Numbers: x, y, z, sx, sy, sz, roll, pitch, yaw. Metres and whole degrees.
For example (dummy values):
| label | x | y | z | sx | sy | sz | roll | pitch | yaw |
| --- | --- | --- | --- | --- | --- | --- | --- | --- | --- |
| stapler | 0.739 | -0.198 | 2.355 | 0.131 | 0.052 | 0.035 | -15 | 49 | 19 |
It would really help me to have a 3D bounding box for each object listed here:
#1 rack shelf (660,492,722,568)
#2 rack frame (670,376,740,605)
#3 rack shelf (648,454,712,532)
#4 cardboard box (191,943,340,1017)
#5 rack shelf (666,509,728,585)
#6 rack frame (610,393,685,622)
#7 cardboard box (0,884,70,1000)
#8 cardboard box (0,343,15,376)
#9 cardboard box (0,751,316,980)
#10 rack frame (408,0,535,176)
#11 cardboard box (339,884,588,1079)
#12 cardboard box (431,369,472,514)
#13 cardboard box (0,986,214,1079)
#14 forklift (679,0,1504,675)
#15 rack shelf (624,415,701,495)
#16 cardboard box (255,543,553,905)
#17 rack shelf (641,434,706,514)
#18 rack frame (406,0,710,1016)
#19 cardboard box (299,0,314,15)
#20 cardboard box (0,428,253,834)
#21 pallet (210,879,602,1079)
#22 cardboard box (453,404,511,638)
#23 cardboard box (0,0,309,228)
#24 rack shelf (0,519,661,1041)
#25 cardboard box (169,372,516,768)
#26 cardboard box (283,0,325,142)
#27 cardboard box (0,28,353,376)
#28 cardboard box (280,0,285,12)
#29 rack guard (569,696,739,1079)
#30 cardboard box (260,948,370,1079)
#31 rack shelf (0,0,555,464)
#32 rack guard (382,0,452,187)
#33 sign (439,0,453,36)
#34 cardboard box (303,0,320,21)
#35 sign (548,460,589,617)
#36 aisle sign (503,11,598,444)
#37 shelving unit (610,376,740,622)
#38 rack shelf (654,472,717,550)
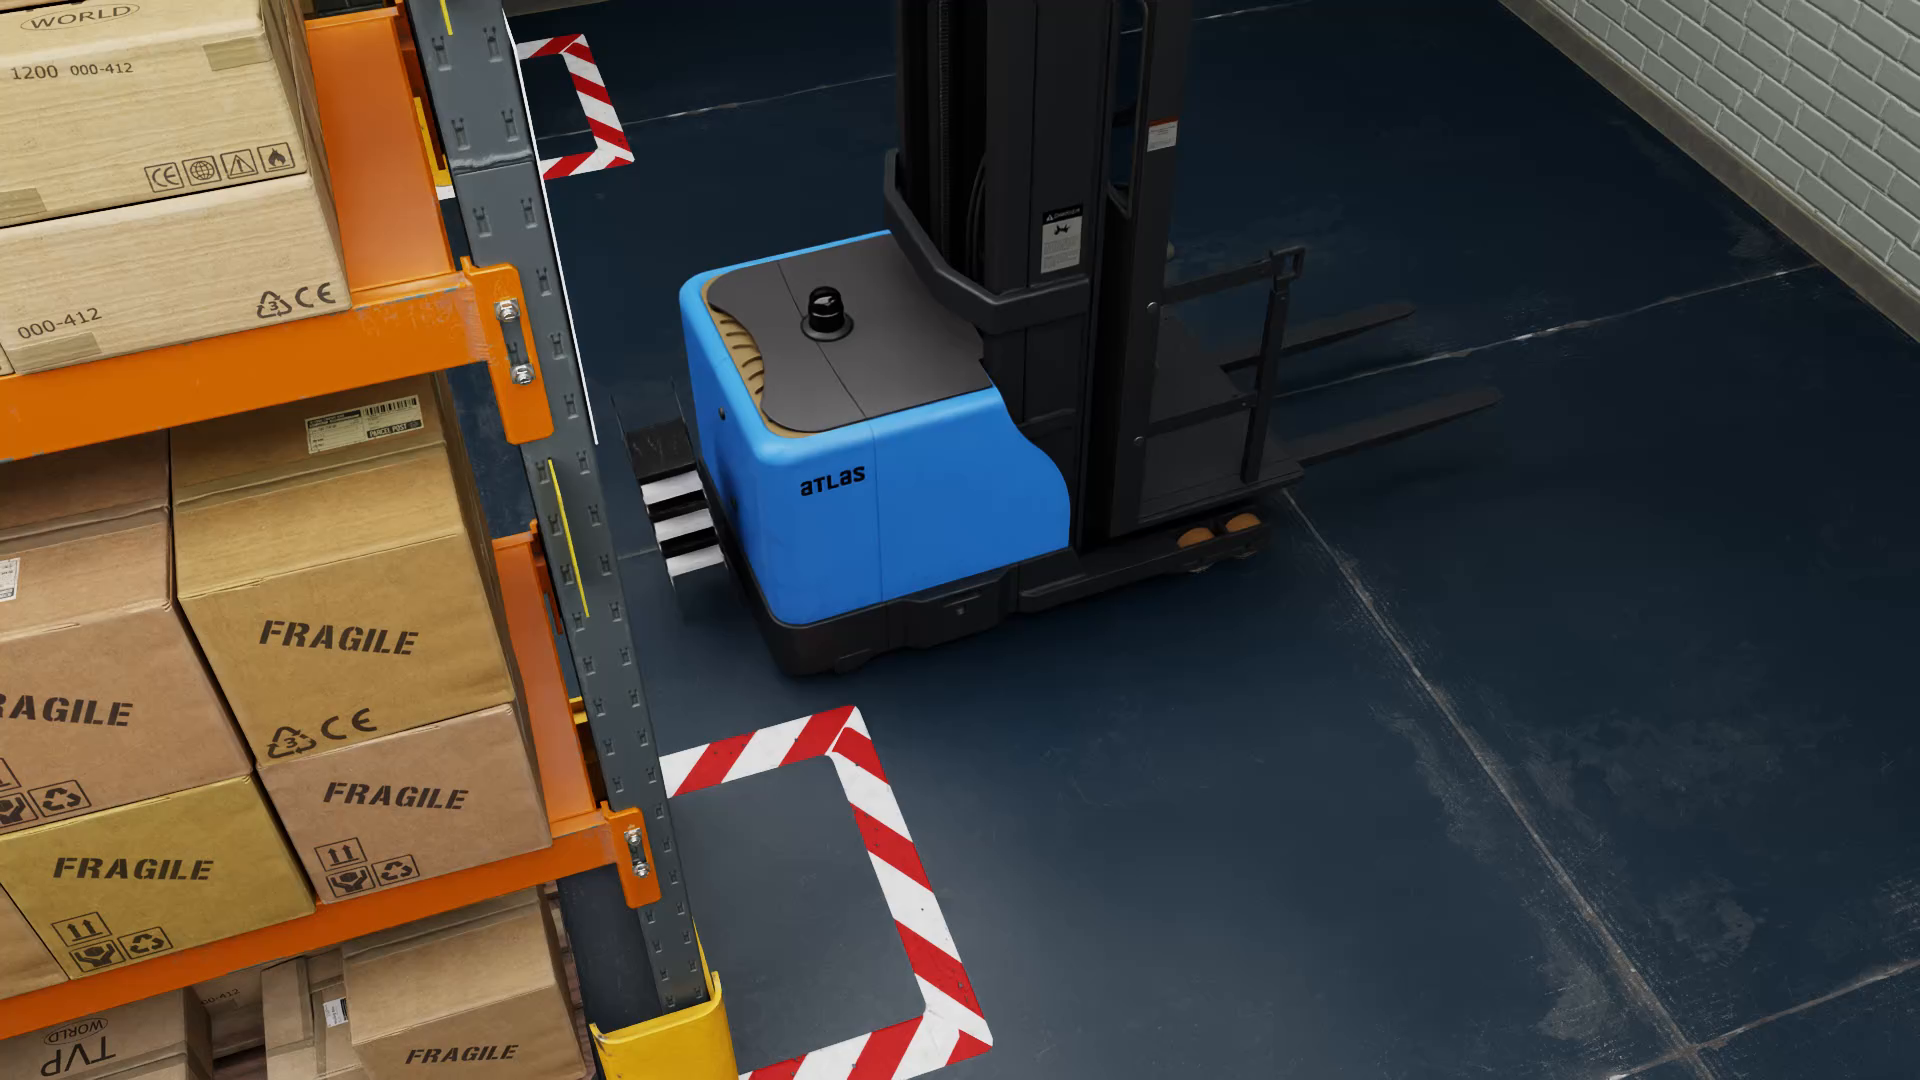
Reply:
| label | x | y | z | sx | sy | sz | roll | pitch | yaw |
| --- | --- | --- | --- | --- | --- | --- | --- | --- | --- |
| rack shelf | -0.961 | -0.040 | 5.816 | 0.200 | 0.077 | 0.258 | -17 | 47 | -8 |
| rack frame | -0.876 | -0.153 | 5.741 | 0.006 | 0.900 | 0.240 | -17 | 47 | -8 |
| rack shelf | -0.978 | -0.163 | 5.685 | 0.200 | 0.077 | 0.258 | -17 | 47 | -8 |
| cardboard box | -1.974 | 1.024 | 4.742 | 0.500 | 0.250 | 0.500 | -14 | 47 | -14 |
| rack shelf | -0.952 | 0.021 | 5.881 | 0.200 | 0.077 | 0.258 | -17 | 47 | -8 |
| rack frame | -1.069 | -0.095 | 5.712 | 0.006 | 0.900 | 0.240 | -17 | 47 | -8 |
| cardboard box | -2.183 | 0.644 | 3.420 | 0.500 | 0.500 | 0.500 | -14 | 47 | -14 |
| cardboard box | -1.764 | -0.447 | 2.566 | 0.500 | 0.250 | 0.500 | -14 | 47 | -14 |
| cardboard box | -1.712 | 0.527 | 3.536 | 0.500 | 0.500 | 0.500 | -14 | 47 | -14 |
| rack frame | -0.896 | -1.971 | 1.861 | 0.127 | 3.000 | 1.000 | -14 | 47 | -14 |
| cardboard box | -1.324 | 1.169 | 4.422 | 0.500 | 0.500 | 0.500 | -14 | 47 | -14 |
| cardboard box | -1.403 | -0.311 | 3.665 | 0.500 | 0.500 | 0.500 | -13 | 47 | -13 |
| cardboard box | -2.227 | 1.465 | 4.302 | 0.500 | 0.250 | 0.500 | -14 | 47 | -14 |
| forklift | 0.602 | -1.249 | 5.425 | 3.031 | 2.935 | 1.130 | -16 | 47 | -16 |
| rack shelf | -0.996 | -0.285 | 5.554 | 0.200 | 0.077 | 0.258 | -17 | 47 | -8 |
| cardboard box | -1.225 | 0.400 | 3.663 | 0.500 | 0.500 | 0.500 | -13 | 47 | -13 |
| rack shelf | -0.987 | -0.224 | 5.620 | 0.200 | 0.077 | 0.258 | -17 | 47 | -8 |
| rack frame | -0.896 | 0.147 | 3.986 | 0.127 | 3.000 | 1.000 | -14 | 47 | -14 |
| cardboard box | -3.156 | -2.576 | 7.710 | 0.250 | 0.149 | 0.380 | -14 | 47 | -14 |
| cardboard box | -1.696 | 0.171 | 3.186 | 0.500 | 0.500 | 0.500 | -13 | 47 | -13 |
| pallet | -1.717 | 1.342 | 4.764 | 1.213 | 0.211 | 1.003 | -14 | 47 | -14 |
| cardboard box | -1.403 | 0.042 | 4.019 | 0.500 | 0.500 | 0.500 | -13 | 47 | -13 |
| cardboard box | -1.293 | -0.742 | 2.507 | 0.500 | 0.250 | 0.500 | -14 | 47 | -14 |
| rack shelf | -2.777 | 0.882 | 3.762 | 4.000 | 0.370 | 1.077 | -14 | 47 | -14 |
| cardboard box | -1.221 | 0.049 | 3.307 | 0.500 | 0.500 | 0.500 | -15 | 47 | -14 |
| cardboard box | -1.465 | -0.905 | 3.022 | 0.500 | 0.250 | 0.500 | -14 | 47 | -14 |
| cardboard box | -1.290 | -0.560 | 2.679 | 0.500 | 0.250 | 0.500 | -14 | 47 | -14 |
| cardboard box | -1.468 | -1.086 | 2.849 | 0.500 | 0.250 | 0.500 | -14 | 47 | -14 |
| rack guard | -0.967 | 1.047 | 4.853 | 0.348 | 0.500 | 1.175 | -14 | 47 | -14 |
| cardboard box | -1.735 | 1.324 | 4.503 | 0.250 | 0.166 | 0.380 | -14 | 47 | -14 |
| rack shelf | -2.777 | -0.177 | 2.699 | 4.000 | 0.370 | 1.077 | -14 | 47 | -14 |
| rack guard | -2.559 | -2.276 | 8.165 | 0.348 | 0.500 | 1.175 | -14 | 47 | -14 |
| sign | -0.726 | -0.850 | 2.237 | 0.005 | 0.325 | 0.100 | -14 | 47 | -14 |
| cardboard box | -3.206 | -2.184 | 7.777 | 0.500 | 0.500 | 0.700 | -14 | 47 | -14 |
| sign | -0.726 | 0.001 | 3.091 | 0.005 | 0.325 | 0.100 | -14 | 47 | -14 |
| aisle sign | -0.728 | -0.583 | 2.878 | 0.004 | 0.787 | 0.394 | -14 | 47 | -14 |
| shelving unit | -0.973 | -0.124 | 5.726 | 0.210 | 0.900 | 0.258 | -17 | 47 | -8 |
| rack shelf | -0.969 | -0.102 | 5.750 | 0.200 | 0.077 | 0.258 | -17 | 47 | -8 |
